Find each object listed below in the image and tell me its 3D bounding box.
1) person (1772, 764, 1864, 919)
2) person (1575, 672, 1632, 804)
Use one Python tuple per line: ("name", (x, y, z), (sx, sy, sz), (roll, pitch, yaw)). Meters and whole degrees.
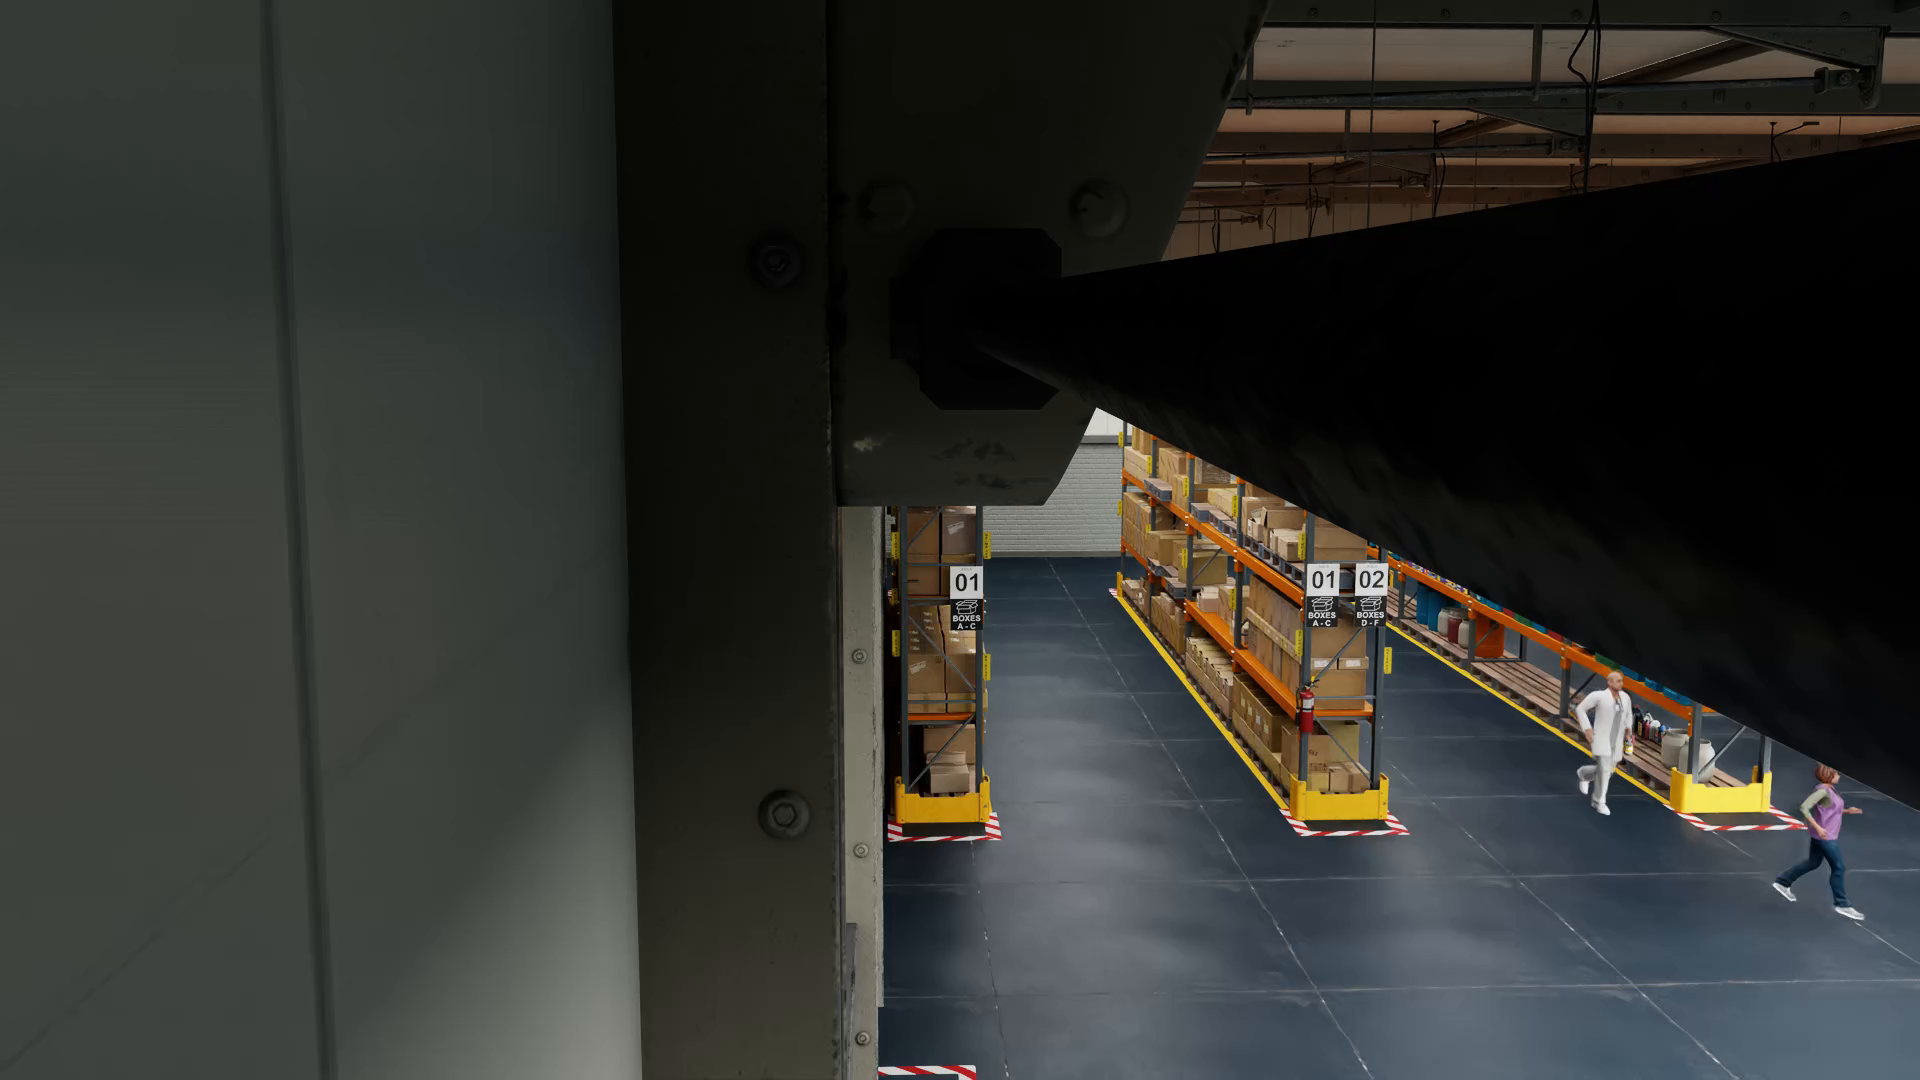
("person", (8.982, 3.104, 17.318), (0.871, 1.582, 0.531), (4, 9, 27))
("person", (8.191, 2.477, 21.136), (0.754, 1.641, 0.686), (-2, 8, -13))
